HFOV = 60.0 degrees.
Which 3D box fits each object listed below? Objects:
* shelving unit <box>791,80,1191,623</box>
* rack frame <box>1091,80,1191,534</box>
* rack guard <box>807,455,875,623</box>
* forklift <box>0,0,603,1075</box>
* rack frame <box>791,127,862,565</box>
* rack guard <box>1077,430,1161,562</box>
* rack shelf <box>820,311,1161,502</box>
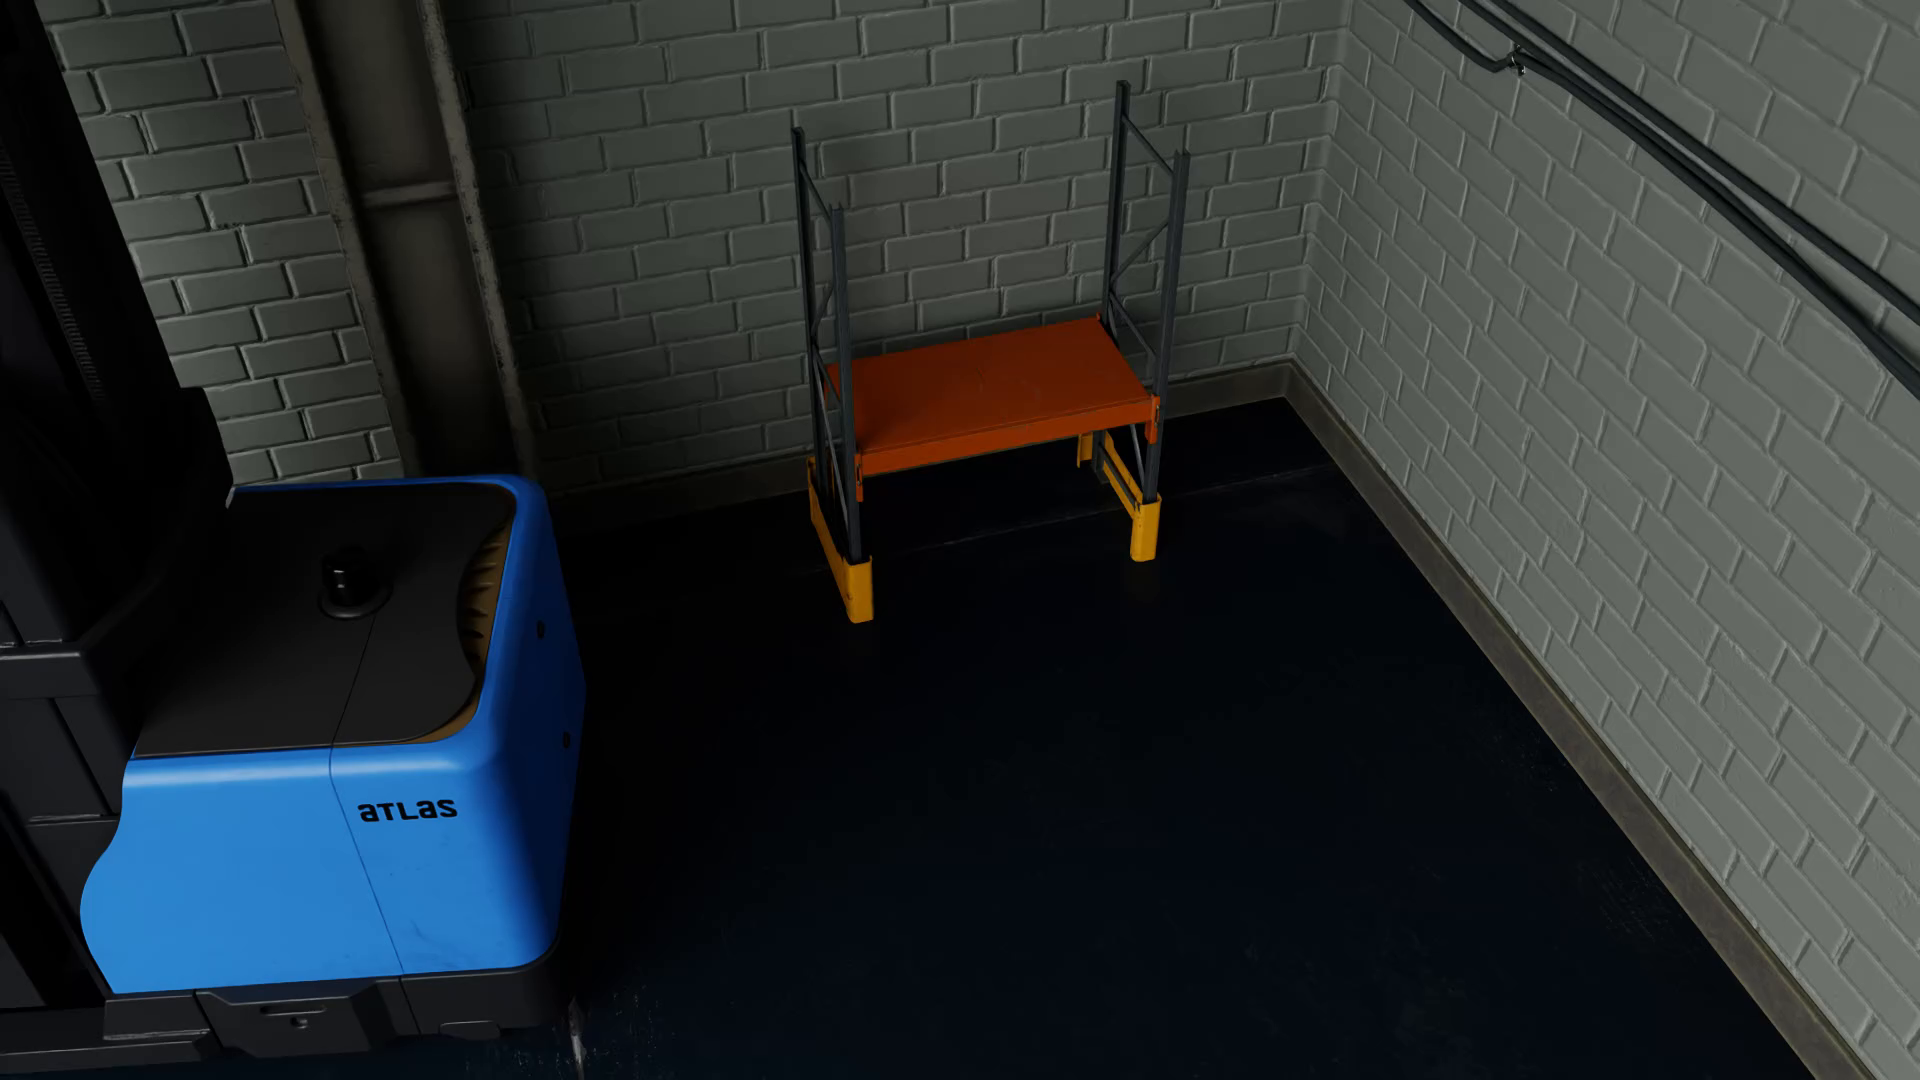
[{"bbox_3d":[0.073,-0.580,5.274,1.083,1.500,0.587,-12,42,-13],"label":"shelving unit"},{"bbox_3d":[0.566,-0.682,5.391,0.032,1.500,0.500,-12,42,-13],"label":"rack frame"},{"bbox_3d":[-0.402,-0.011,5.572,0.087,0.250,0.587,-12,42,-13],"label":"rack guard"},{"bbox_3d":[-2.538,-0.083,3.618,3.031,2.935,1.130,-3,41,-3],"label":"forklift"},{"bbox_3d":[-0.404,-0.481,5.161,0.032,1.500,0.500,-12,42,-13],"label":"rack frame"},{"bbox_3d":[0.548,-0.208,5.798,0.087,0.250,0.587,-12,42,-13],"label":"rack guard"},{"bbox_3d":[0.081,-0.446,5.394,1.000,0.185,0.538,-12,42,-13],"label":"rack shelf"}]
